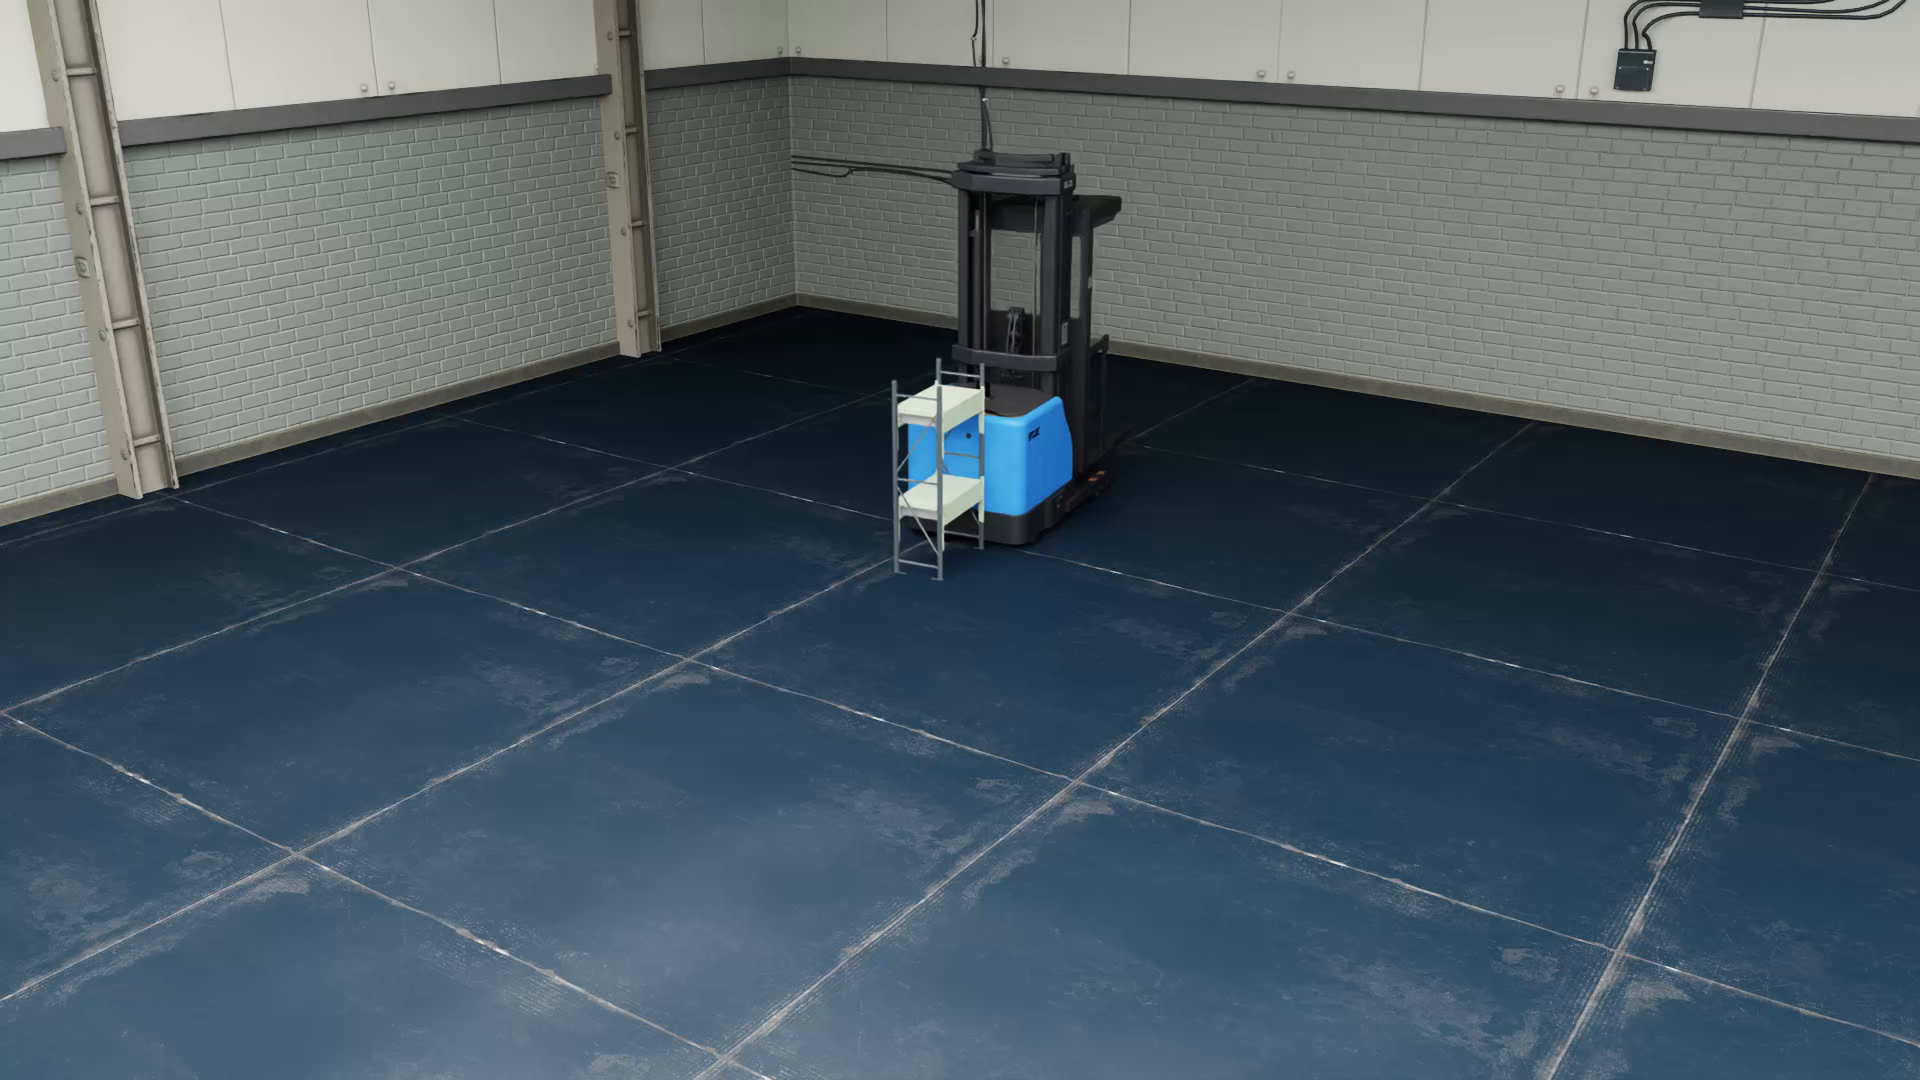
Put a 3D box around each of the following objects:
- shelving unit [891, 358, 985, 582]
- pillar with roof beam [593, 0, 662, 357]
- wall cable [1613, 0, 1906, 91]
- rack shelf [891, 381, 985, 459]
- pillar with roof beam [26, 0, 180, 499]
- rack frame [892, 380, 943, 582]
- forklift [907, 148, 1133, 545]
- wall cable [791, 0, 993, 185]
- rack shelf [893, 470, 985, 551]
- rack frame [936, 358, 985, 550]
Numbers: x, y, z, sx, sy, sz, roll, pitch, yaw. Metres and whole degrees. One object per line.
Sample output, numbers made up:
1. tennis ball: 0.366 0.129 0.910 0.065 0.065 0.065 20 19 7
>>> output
1. shelving unit: -0.154 -0.541 12.565 0.431 1.500 0.755 9 22 24
2. pillar with roof beam: -0.111 -5.537 15.264 9.100 9.000 0.400 13 24 32
3. wall cable: 6.920 -6.703 13.514 2.305 6.003 0.169 13 24 32
4. rack shelf: -0.154 -0.907 12.430 0.431 0.370 0.720 9 22 24
5. pillar with roof beam: -3.484 -3.816 10.610 9.100 9.000 0.400 13 24 32
6. rack frame: -0.312 -0.426 12.255 0.400 1.500 0.023 9 22 24
7. forklift: 0.662 -1.808 13.929 1.130 2.935 3.031 9 22 24
8. wall cable: -0.922 -5.508 19.660 3.097 2.526 0.112 13 24 32
9. rack shelf: -0.154 -0.235 12.678 0.431 0.370 0.720 9 22 24
10. rack frame: 0.003 -0.655 12.875 0.400 1.500 0.023 9 22 24
